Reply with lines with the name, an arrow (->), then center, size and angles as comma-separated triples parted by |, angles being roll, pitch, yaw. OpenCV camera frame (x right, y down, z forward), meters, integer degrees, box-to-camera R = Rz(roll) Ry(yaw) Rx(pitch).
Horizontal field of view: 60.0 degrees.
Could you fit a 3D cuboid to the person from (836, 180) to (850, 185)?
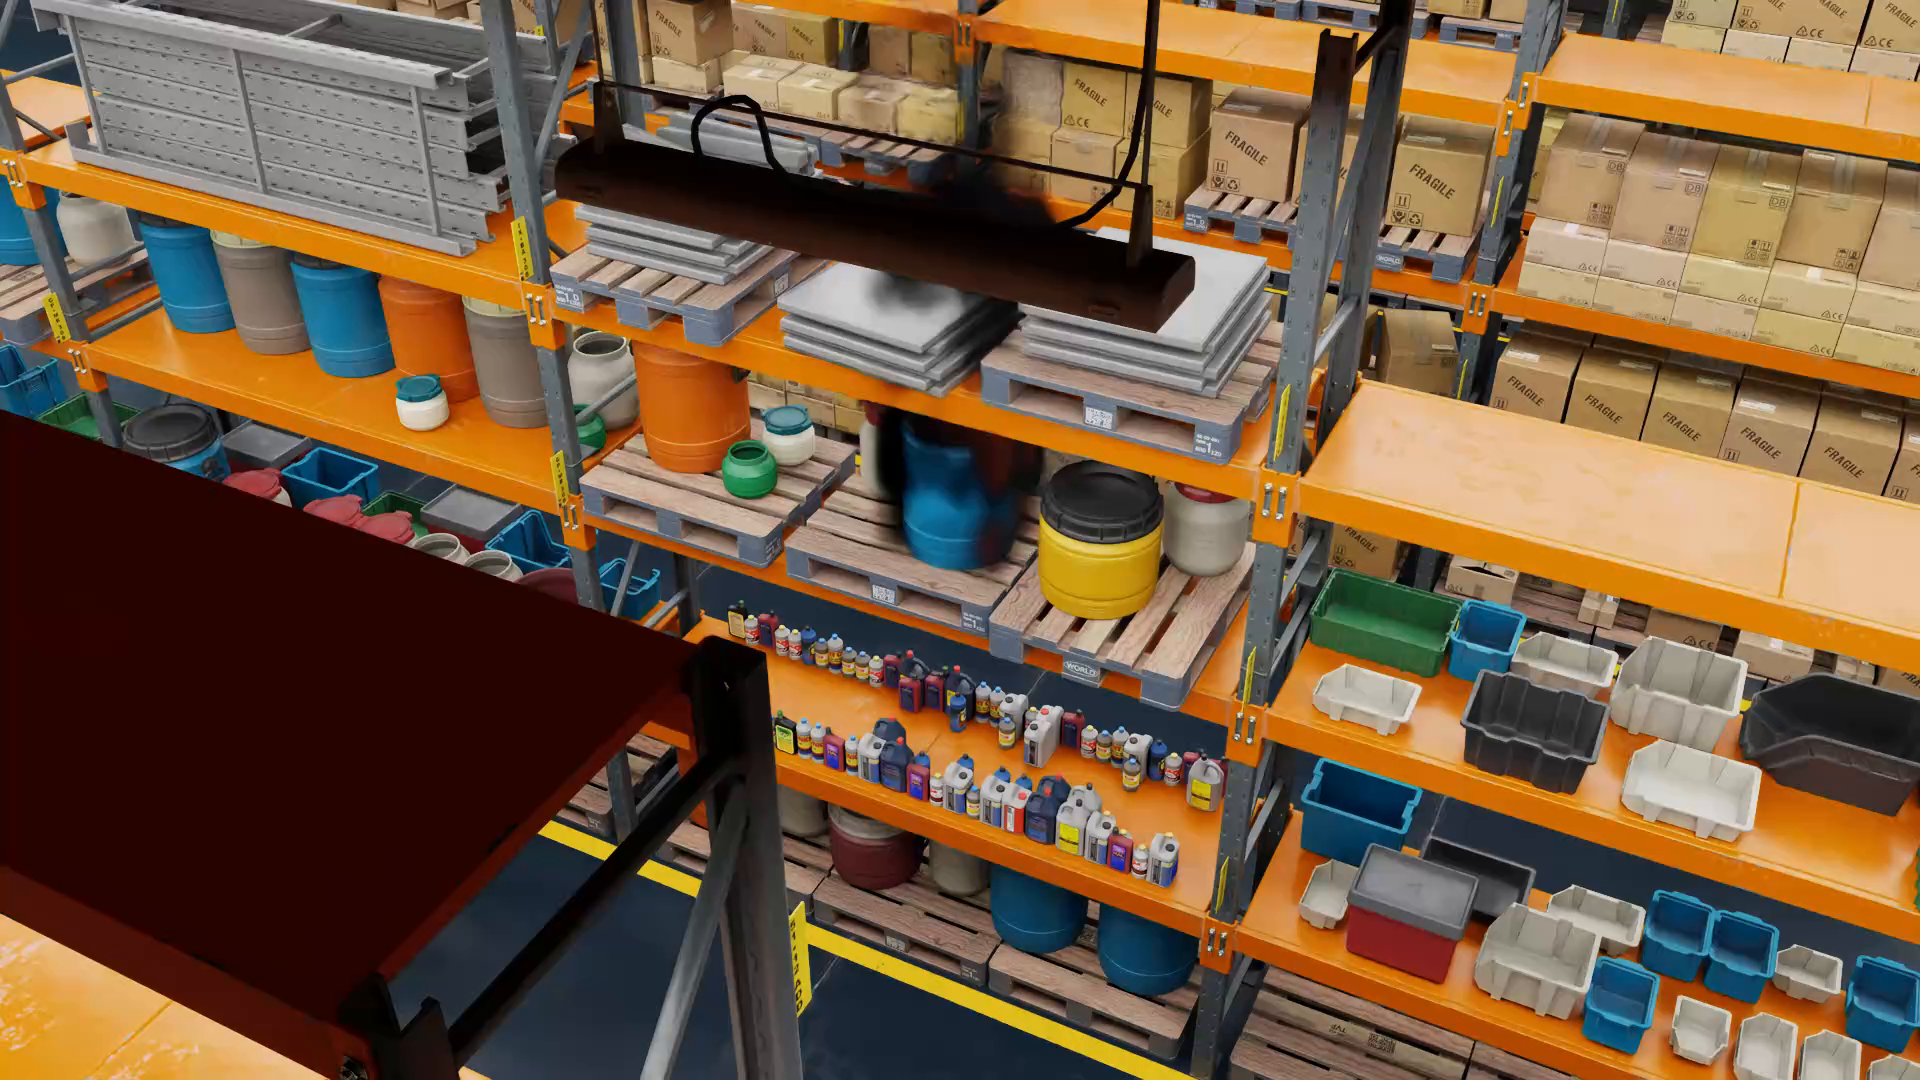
person -> -1.163, -2.749, 16.342 | 0.578, 1.680, 0.650 | 10, 36, 14
